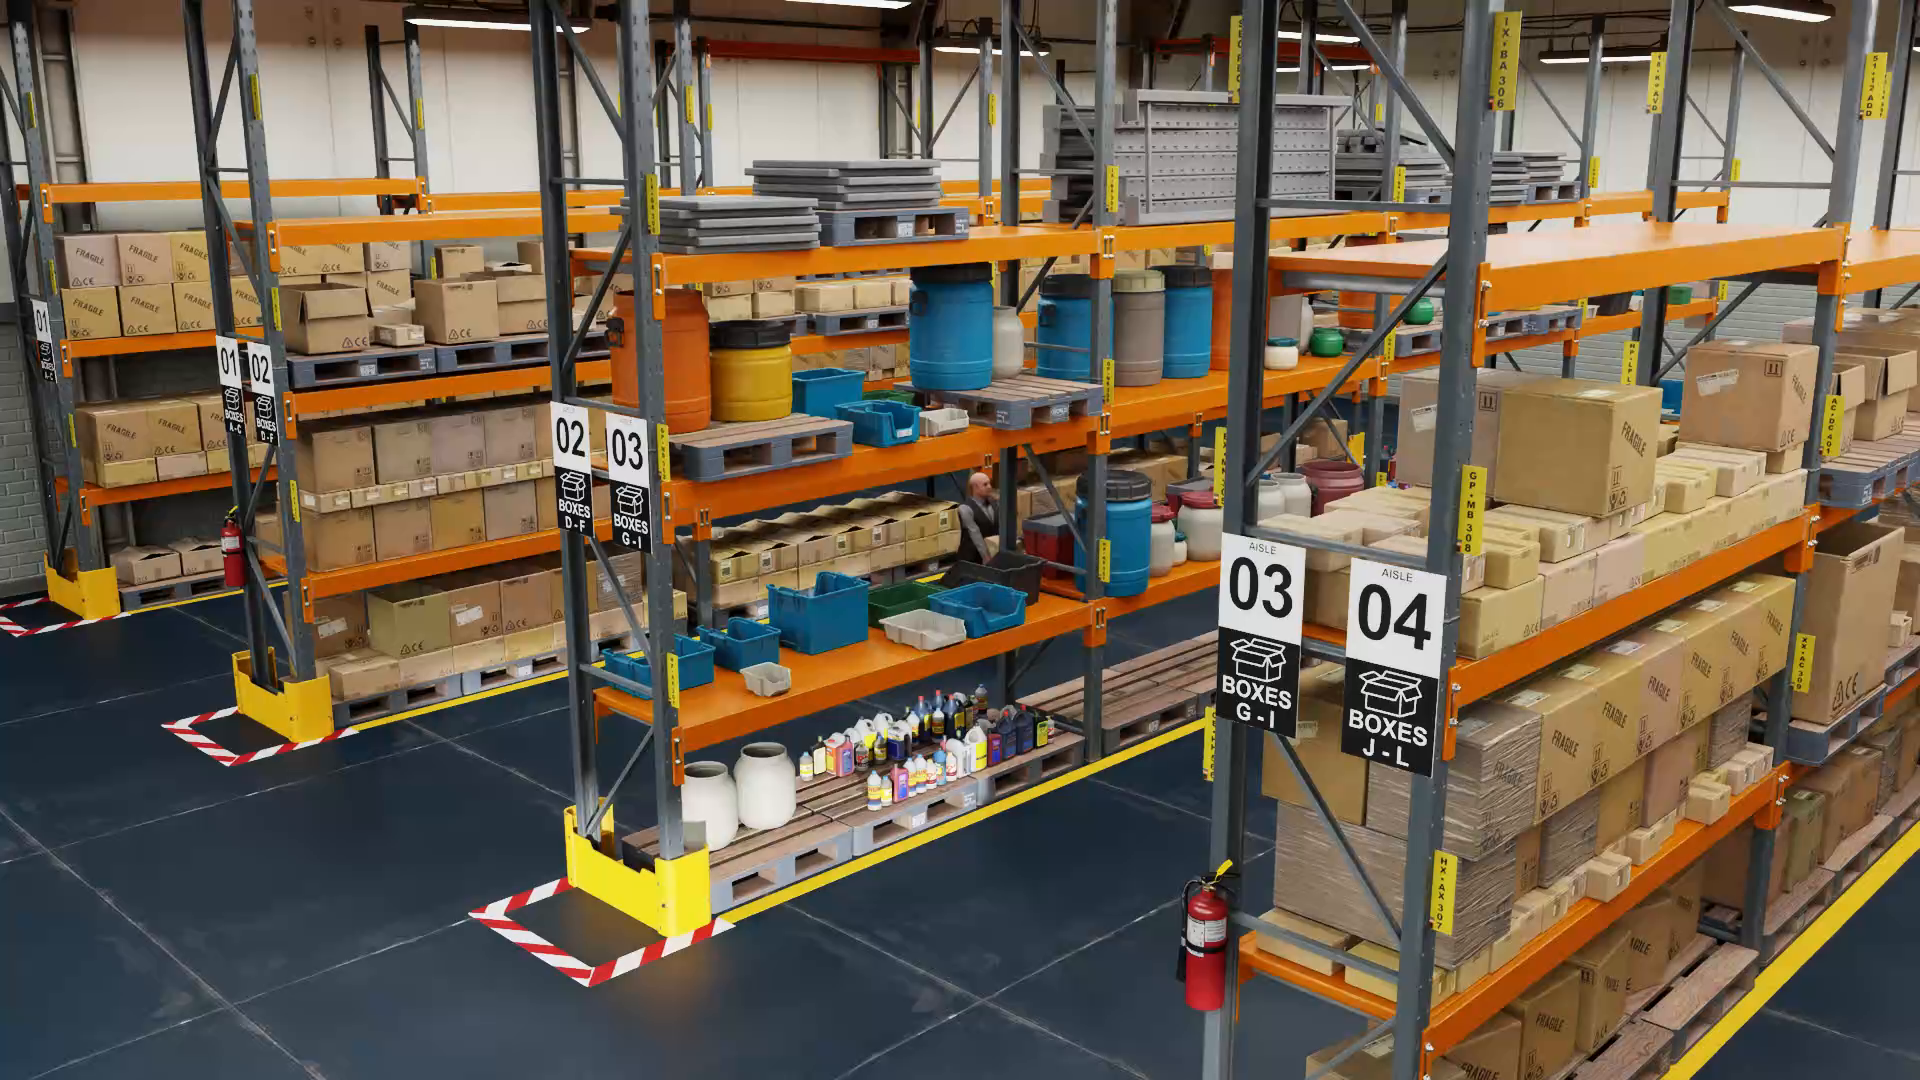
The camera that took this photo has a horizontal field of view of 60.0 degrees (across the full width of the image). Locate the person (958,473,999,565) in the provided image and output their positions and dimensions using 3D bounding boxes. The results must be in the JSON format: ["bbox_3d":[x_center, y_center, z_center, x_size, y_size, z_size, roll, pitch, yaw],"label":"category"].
[{"bbox_3d":[0.276,0.232,15.604,0.554,1.717,0.495,13,19,43],"label":"person"}]
